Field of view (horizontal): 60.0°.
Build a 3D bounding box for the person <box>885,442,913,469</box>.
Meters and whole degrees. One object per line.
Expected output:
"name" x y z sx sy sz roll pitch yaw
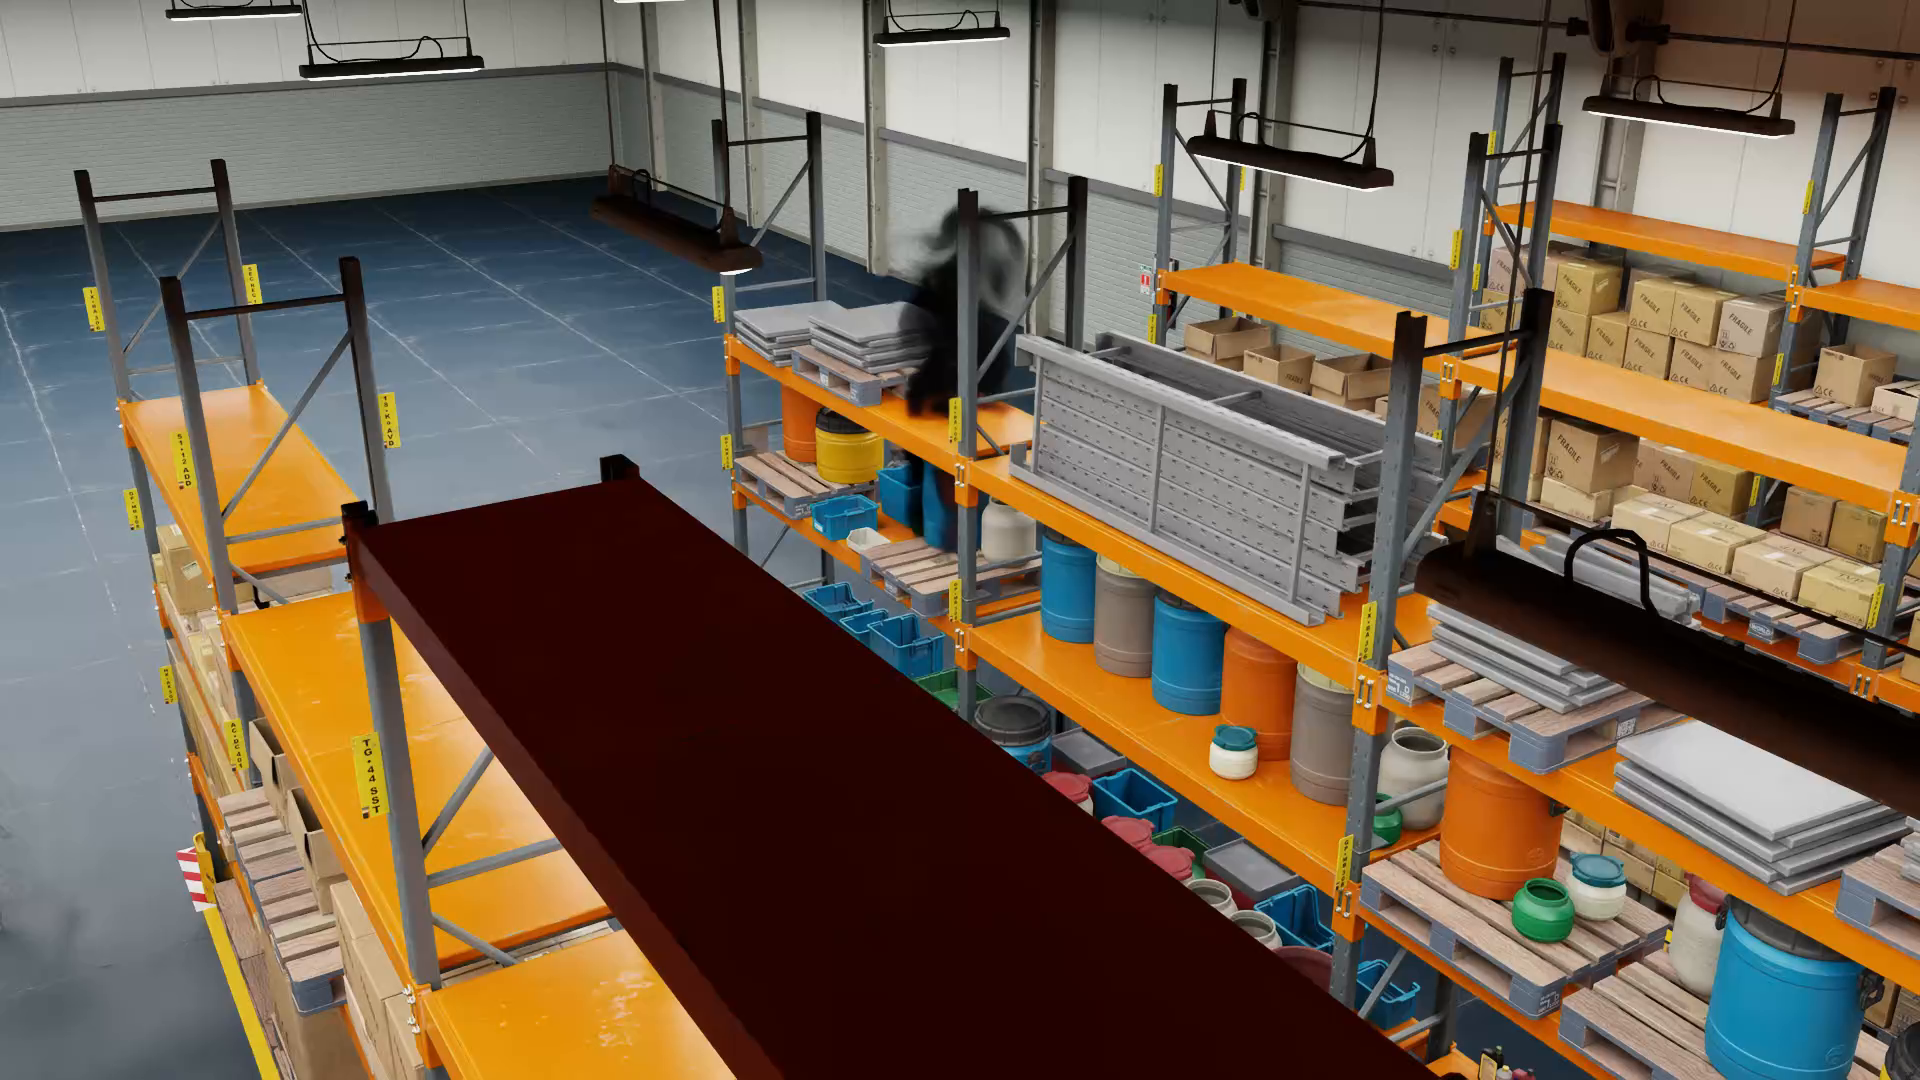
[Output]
"person" -0.758 -0.489 20.379 0.579 1.680 0.659 -3 22 -9
